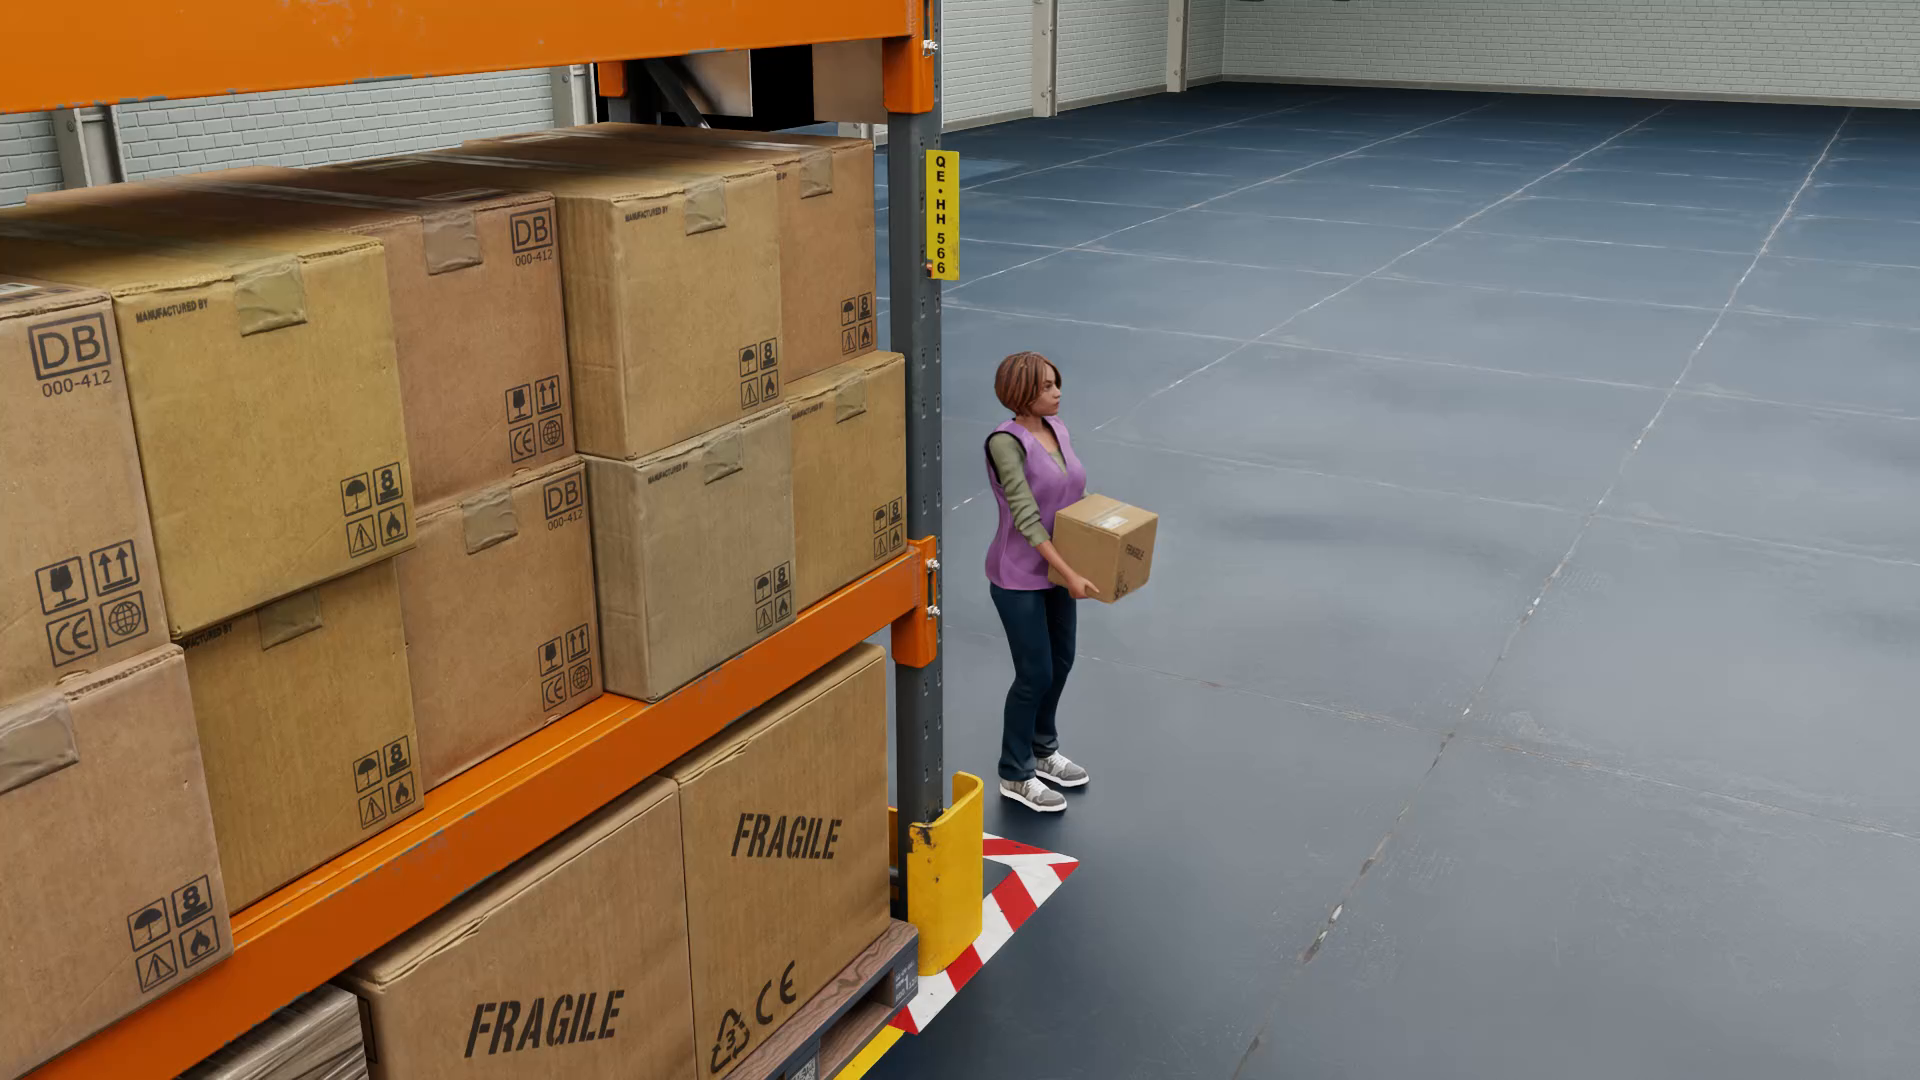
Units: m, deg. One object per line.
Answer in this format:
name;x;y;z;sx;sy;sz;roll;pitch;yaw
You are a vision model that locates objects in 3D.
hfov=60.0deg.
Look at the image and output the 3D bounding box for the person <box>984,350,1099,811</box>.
person;0.329;0.154;5.664;0.496;1.591;0.404;14;24;33
